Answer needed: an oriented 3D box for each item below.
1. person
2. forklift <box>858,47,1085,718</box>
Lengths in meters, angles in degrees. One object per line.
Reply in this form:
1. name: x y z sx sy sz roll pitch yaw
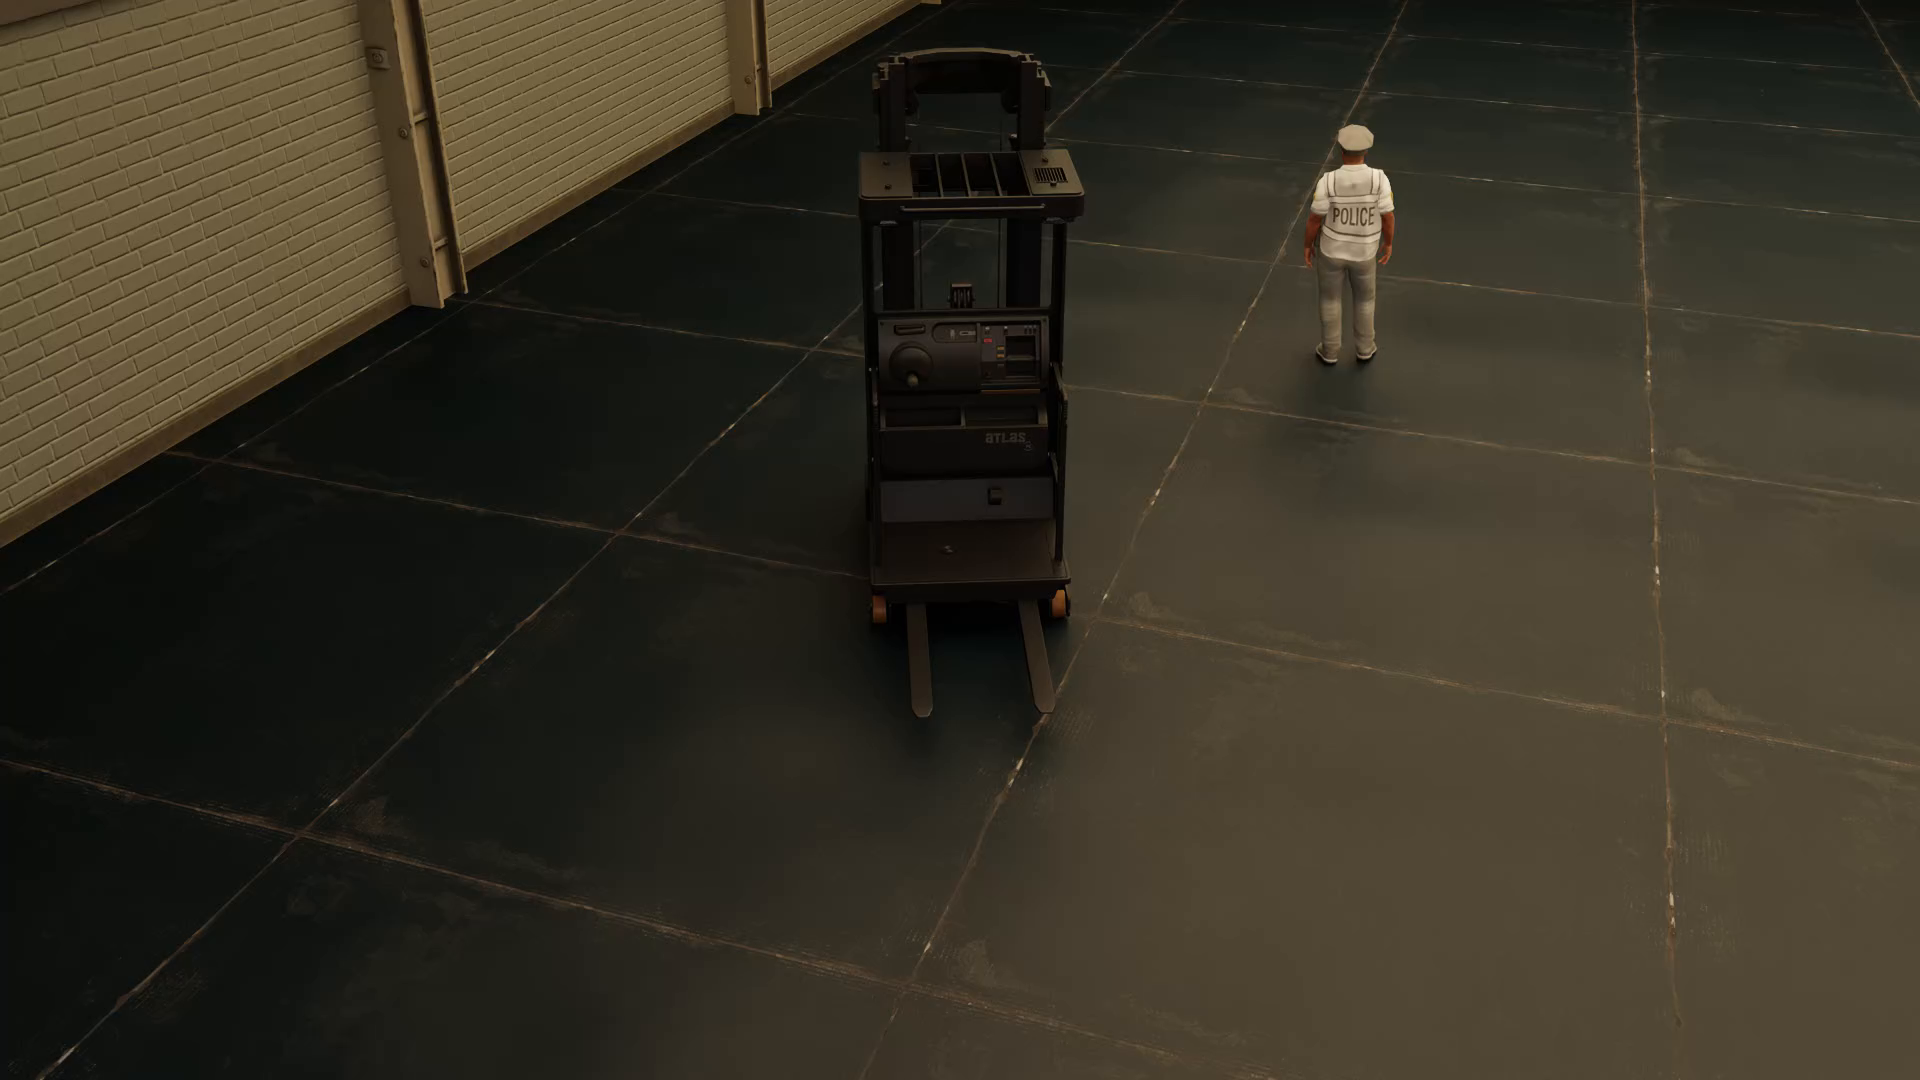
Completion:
1. person: 2.810 -2.142 12.040 0.640 1.781 0.576 4 30 8
2. forklift: 0.035 -0.972 8.842 1.130 2.935 3.031 -2 30 -3
